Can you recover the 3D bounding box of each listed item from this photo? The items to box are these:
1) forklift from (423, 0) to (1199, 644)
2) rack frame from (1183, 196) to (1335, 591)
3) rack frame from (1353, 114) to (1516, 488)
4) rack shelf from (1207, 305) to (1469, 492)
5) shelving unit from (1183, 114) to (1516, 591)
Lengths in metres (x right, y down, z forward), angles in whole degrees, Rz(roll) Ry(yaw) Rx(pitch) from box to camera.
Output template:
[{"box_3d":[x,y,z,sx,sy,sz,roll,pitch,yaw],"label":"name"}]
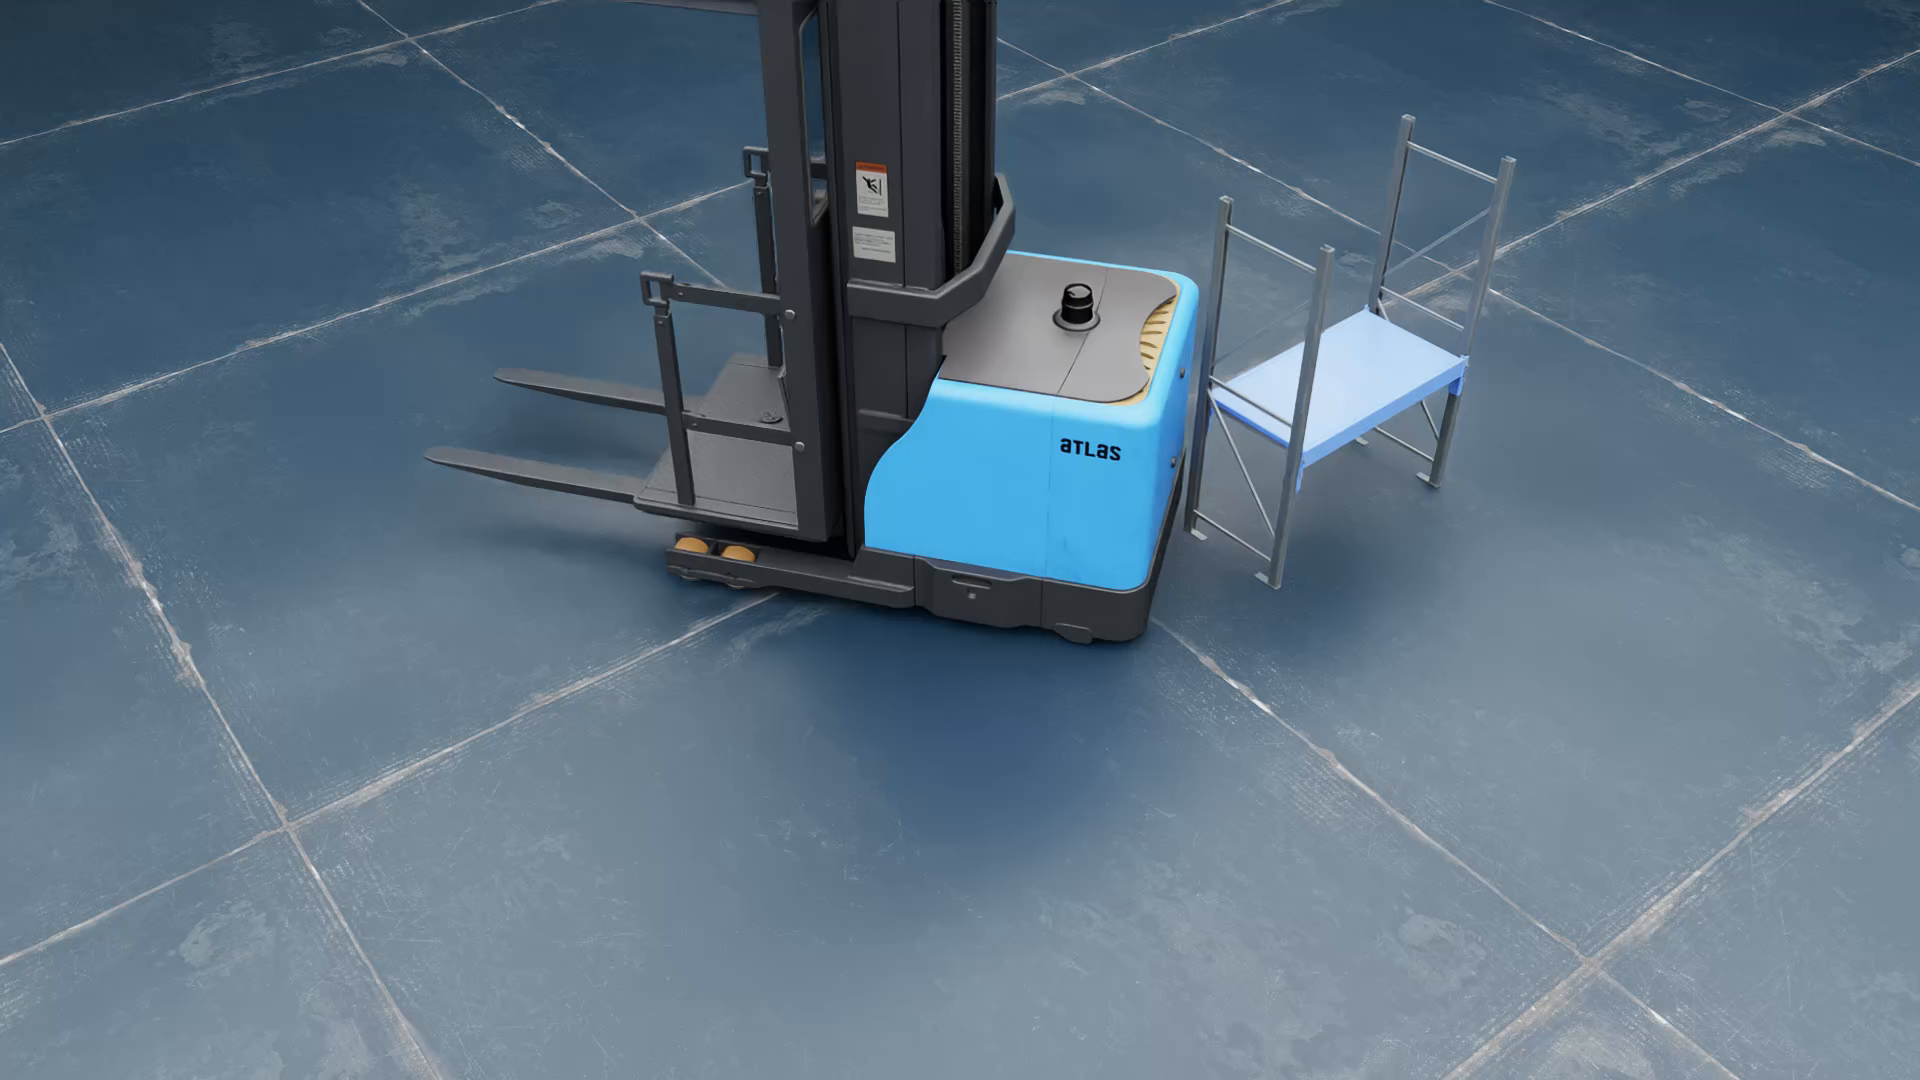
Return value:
[{"box_3d":[-0.658,-1.258,5.972,3.031,2.935,1.130,10,40,12],"label":"forklift"},{"box_3d":[1.085,-0.509,6.188,0.032,1.500,0.500,-28,47,-30],"label":"rack frame"},{"box_3d":[1.862,-0.925,6.695,0.032,1.500,0.500,-28,47,-30],"label":"rack frame"},{"box_3d":[1.473,-0.578,6.556,1.000,0.185,0.538,-28,47,-30],"label":"rack shelf"},{"box_3d":[1.473,-0.717,6.442,1.048,1.500,0.538,-28,47,-30],"label":"shelving unit"}]
